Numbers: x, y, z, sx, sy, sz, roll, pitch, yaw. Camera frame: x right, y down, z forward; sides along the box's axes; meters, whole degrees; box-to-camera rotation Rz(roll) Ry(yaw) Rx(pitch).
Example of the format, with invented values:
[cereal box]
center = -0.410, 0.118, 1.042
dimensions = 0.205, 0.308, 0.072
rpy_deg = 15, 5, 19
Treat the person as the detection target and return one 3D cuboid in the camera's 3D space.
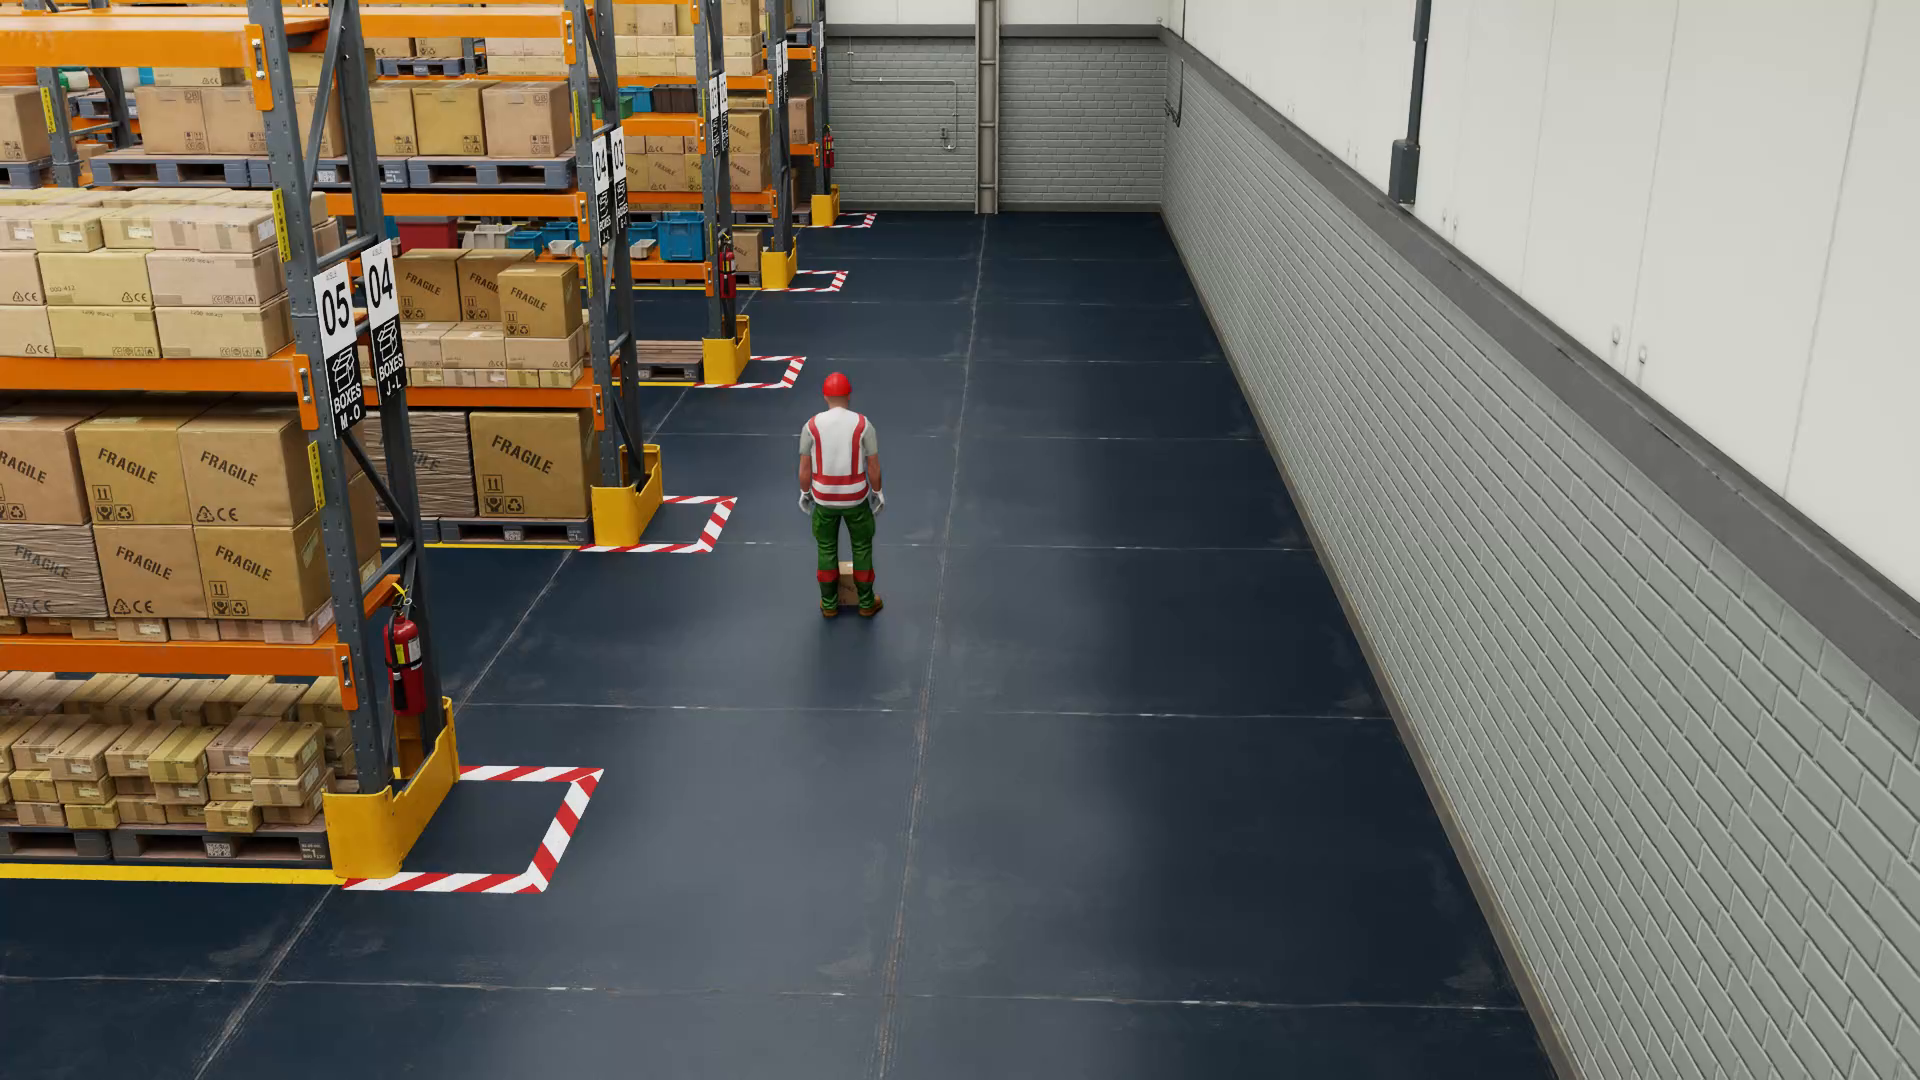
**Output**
[person]
center = -0.844, -0.314, 11.893
dimensions = 0.609, 1.779, 0.454
rpy_deg = 1, 21, 1
